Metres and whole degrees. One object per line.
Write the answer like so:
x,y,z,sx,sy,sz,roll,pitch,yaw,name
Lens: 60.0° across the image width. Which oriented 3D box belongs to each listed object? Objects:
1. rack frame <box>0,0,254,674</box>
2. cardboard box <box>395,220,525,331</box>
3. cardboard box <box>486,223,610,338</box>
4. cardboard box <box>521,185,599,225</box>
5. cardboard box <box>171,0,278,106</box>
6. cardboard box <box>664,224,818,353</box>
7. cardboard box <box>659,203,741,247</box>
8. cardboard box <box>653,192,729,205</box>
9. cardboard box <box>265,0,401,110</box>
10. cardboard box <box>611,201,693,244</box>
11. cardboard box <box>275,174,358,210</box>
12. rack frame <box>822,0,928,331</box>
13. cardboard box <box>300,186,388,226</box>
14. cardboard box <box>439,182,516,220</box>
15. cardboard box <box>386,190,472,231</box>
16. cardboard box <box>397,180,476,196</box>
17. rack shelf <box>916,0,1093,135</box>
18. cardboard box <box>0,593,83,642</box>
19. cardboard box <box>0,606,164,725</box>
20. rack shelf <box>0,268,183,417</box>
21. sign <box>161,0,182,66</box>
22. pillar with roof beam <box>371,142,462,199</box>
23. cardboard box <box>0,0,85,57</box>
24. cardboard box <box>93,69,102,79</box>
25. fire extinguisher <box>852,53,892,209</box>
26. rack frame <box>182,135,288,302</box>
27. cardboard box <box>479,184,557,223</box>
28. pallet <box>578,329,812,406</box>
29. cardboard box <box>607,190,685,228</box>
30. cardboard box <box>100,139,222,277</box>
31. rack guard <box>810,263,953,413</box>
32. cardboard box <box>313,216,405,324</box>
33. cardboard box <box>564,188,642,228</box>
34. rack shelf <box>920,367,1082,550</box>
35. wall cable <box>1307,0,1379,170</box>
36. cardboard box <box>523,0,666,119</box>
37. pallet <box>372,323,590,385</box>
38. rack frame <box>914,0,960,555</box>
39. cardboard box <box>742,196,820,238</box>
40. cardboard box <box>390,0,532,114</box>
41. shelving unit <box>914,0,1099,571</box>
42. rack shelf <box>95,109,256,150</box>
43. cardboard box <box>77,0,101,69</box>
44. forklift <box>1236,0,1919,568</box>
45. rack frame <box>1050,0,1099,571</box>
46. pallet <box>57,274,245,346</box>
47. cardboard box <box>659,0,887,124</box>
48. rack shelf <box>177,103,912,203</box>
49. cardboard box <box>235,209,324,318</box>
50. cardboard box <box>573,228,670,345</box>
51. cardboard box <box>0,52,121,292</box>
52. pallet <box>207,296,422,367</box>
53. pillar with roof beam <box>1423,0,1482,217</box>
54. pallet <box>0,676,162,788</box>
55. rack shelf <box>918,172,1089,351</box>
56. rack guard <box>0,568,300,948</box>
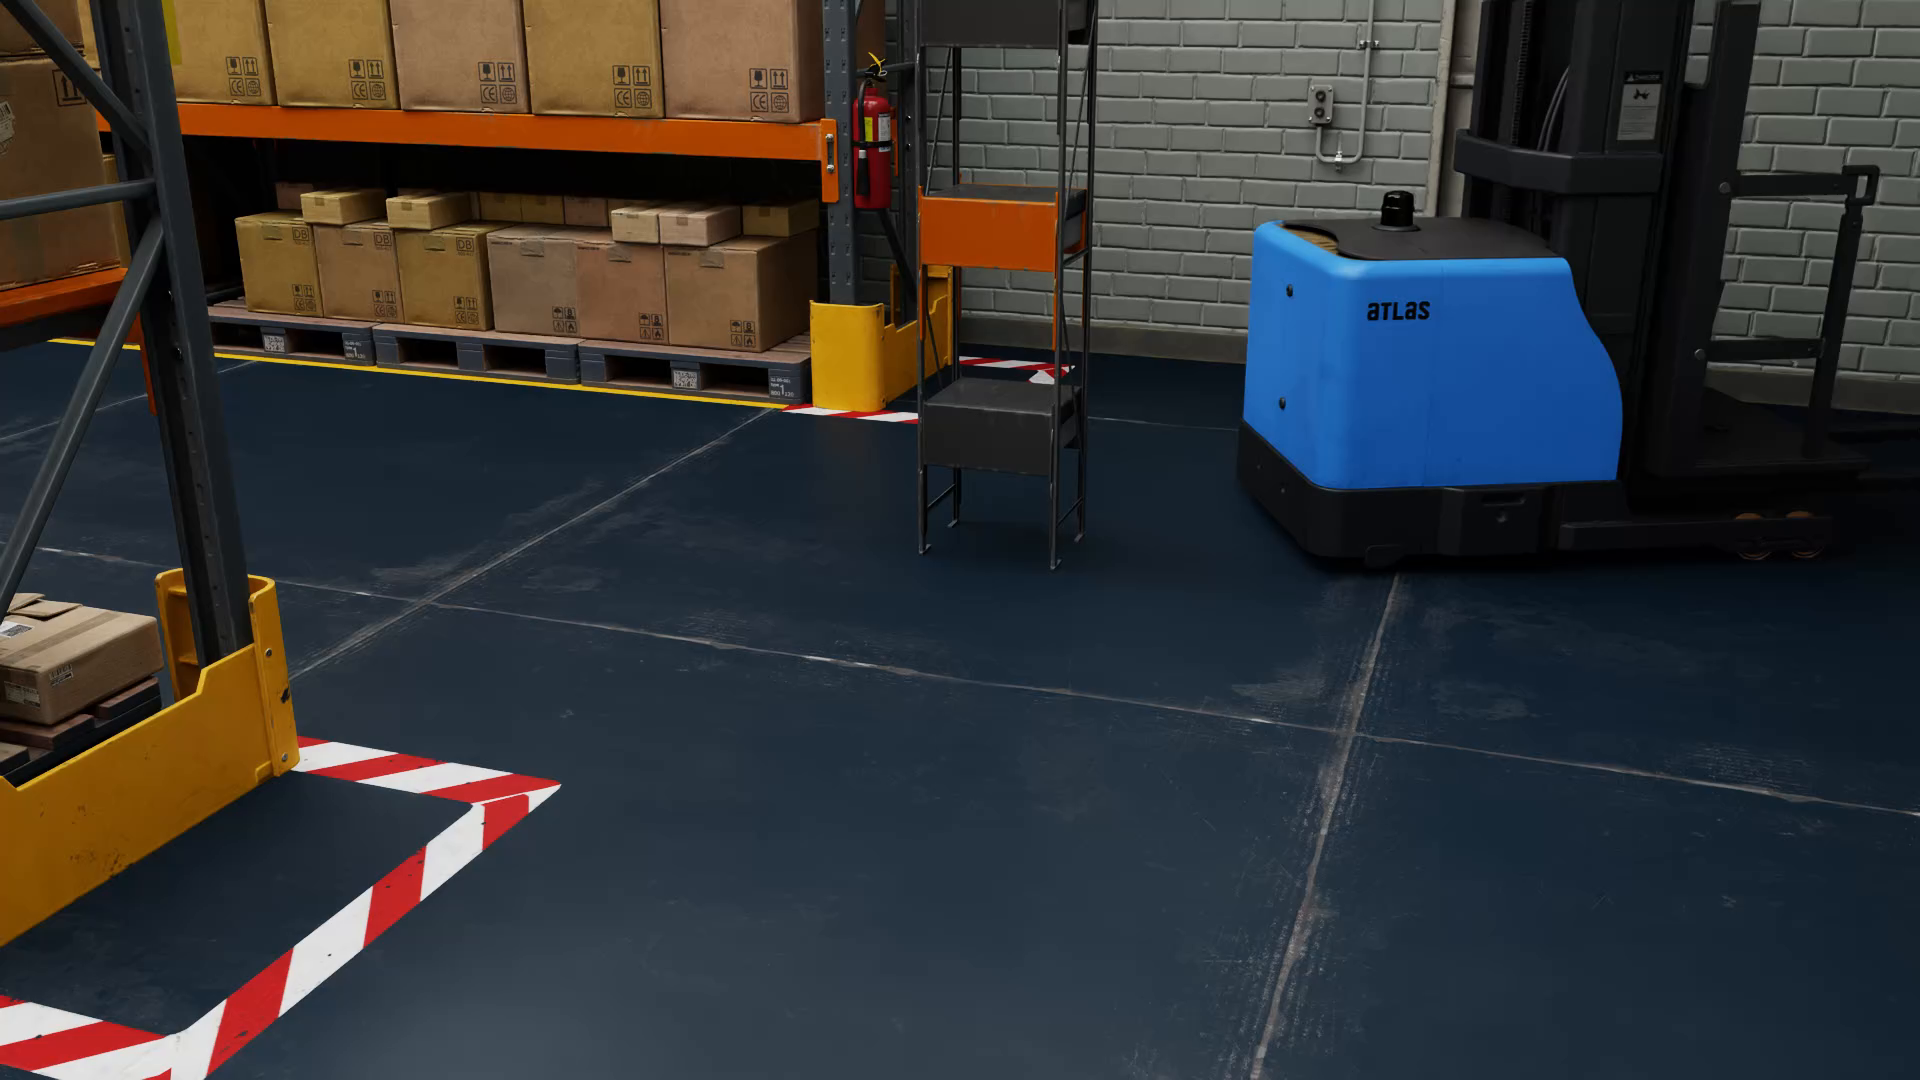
-2.010,-0.669,3.439,0.127,3.000,1.000,7,20,18,rack frame
-2.536,-1.436,8.798,0.500,0.500,0.700,7,20,19,cardboard box
-2.029,-1.381,8.639,0.500,0.500,0.700,6,20,16,cardboard box
-2.096,-1.764,8.753,0.250,0.149,0.380,7,20,19,cardboard box
-3.659,-2.720,8.866,0.700,0.700,0.980,7,20,19,cardboard box
-1.081,-1.272,8.329,0.500,0.500,0.700,7,20,18,cardboard box
-1.263,-1.536,8.099,0.250,0.149,0.380,6,20,17,cardboard box
-1.377,-1.682,8.518,0.250,0.149,0.380,7,20,18,cardboard box
-2.971,-2.639,8.635,0.700,0.700,0.980,6,20,17,cardboard box
-1.504,-1.563,8.178,0.250,0.149,0.380,7,20,20,cardboard box
-3.565,-1.931,9.233,0.250,0.149,0.380,6,20,18,cardboard box
-0.387,-2.210,7.859,0.127,3.000,1.000,7,20,18,rack frame
-3.230,-1.760,8.742,0.250,0.149,0.380,7,20,20,cardboard box
-2.579,-1.819,8.911,0.250,0.149,0.380,7,20,19,cardboard box
-2.736,-1.704,8.580,0.250,0.149,0.380,6,20,17,cardboard box
-2.817,-1.846,8.990,0.250,0.149,0.380,6,20,16,cardboard box
0.156,-1.622,5.453,0.480,0.518,0.431,7,20,18,rack shelf
-2.528,0.282,4.347,0.250,0.166,0.380,7,20,18,cardboard box
-2.292,0.317,4.272,0.250,0.149,0.380,7,20,18,cardboard box
-3.899,-0.546,4.177,4.000,0.370,1.077,7,20,18,rack shelf
-1.832,-1.247,3.781,0.005,0.325,0.100,7,20,18,sign
-4.634,-4.330,4.826,0.400,9.000,9.100,7,20,18,pillar with roof beam
-2.342,-1.319,3.631,0.500,0.500,0.500,7,20,20,cardboard box
-4.578,-2.481,8.989,0.250,0.149,0.380,7,20,19,cardboard box
-0.396,-1.838,7.475,0.183,0.674,0.296,7,20,18,fire extinguisher
-4.166,-2.642,9.098,0.127,3.000,1.000,7,20,18,rack frame
-2.335,-1.791,8.832,0.250,0.149,0.380,6,20,17,cardboard box
-1.168,-0.955,8.496,1.213,0.211,1.003,7,20,18,pallet
-1.613,-1.709,8.596,0.250,0.149,0.380,7,20,19,cardboard box
-4.823,-1.855,9.469,0.750,0.750,0.750,7,20,19,cardboard box
-0.365,-1.027,8.263,0.348,0.500,1.175,7,20,18,rack guard
-3.020,-1.492,8.959,0.500,0.500,0.700,6,20,18,cardboard box
-1.853,-1.736,8.674,0.250,0.149,0.380,7,20,19,cardboard box
0.156,-0.300,5.914,0.480,0.518,0.431,7,20,18,rack shelf
1.133,-2.845,8.139,1.851,1.984,0.084,7,20,18,wall cable
-1.563,-2.479,8.174,0.700,0.700,0.980,6,20,18,cardboard box
-2.317,-1.088,8.876,1.213,0.211,1.003,7,20,18,pallet
-0.074,-1.000,5.755,0.015,2.100,0.400,7,20,18,rack frame
-0.898,-1.627,8.362,0.250,0.149,0.380,7,20,18,cardboard box
-2.281,-2.564,8.419,0.700,0.700,0.980,6,20,15,cardboard box
0.156,-0.974,5.679,0.503,2.100,0.431,7,20,18,shelving unit
-6.055,-2.518,9.837,4.000,0.370,1.077,7,20,18,rack shelf
-4.685,-2.811,8.948,0.500,0.500,0.500,6,20,17,cardboard box
2.646,-1.481,5.873,3.031,2.935,1.130,-2,19,-7,forklift
0.387,-0.947,5.604,0.015,2.100,0.400,7,20,18,rack frame
-4.920,-1.385,9.729,1.213,0.211,1.003,7,20,18,pallet
-0.872,-2.404,7.959,0.700,0.700,0.980,7,21,21,cardboard box
-2.277,-2.086,8.597,4.000,0.370,1.077,7,20,18,rack shelf
-3.493,-1.547,9.118,0.500,0.500,0.700,7,20,19,cardboard box
-1.554,-1.326,8.484,0.500,0.500,0.700,6,20,18,cardboard box
-2.342,-0.846,3.795,0.500,0.500,0.500,7,20,19,cardboard box
-3.473,-1.219,9.252,1.213,0.211,1.003,7,20,18,pallet
1.034,-3.682,2.966,0.400,9.000,9.100,7,20,18,pillar with roof beam
-2.835,0.554,4.168,1.213,0.211,1.003,7,20,18,pallet
0.156,-0.961,5.684,0.480,0.518,0.431,7,20,18,rack shelf
-2.081,0.503,3.874,0.348,0.500,1.175,7,20,18,rack guard
